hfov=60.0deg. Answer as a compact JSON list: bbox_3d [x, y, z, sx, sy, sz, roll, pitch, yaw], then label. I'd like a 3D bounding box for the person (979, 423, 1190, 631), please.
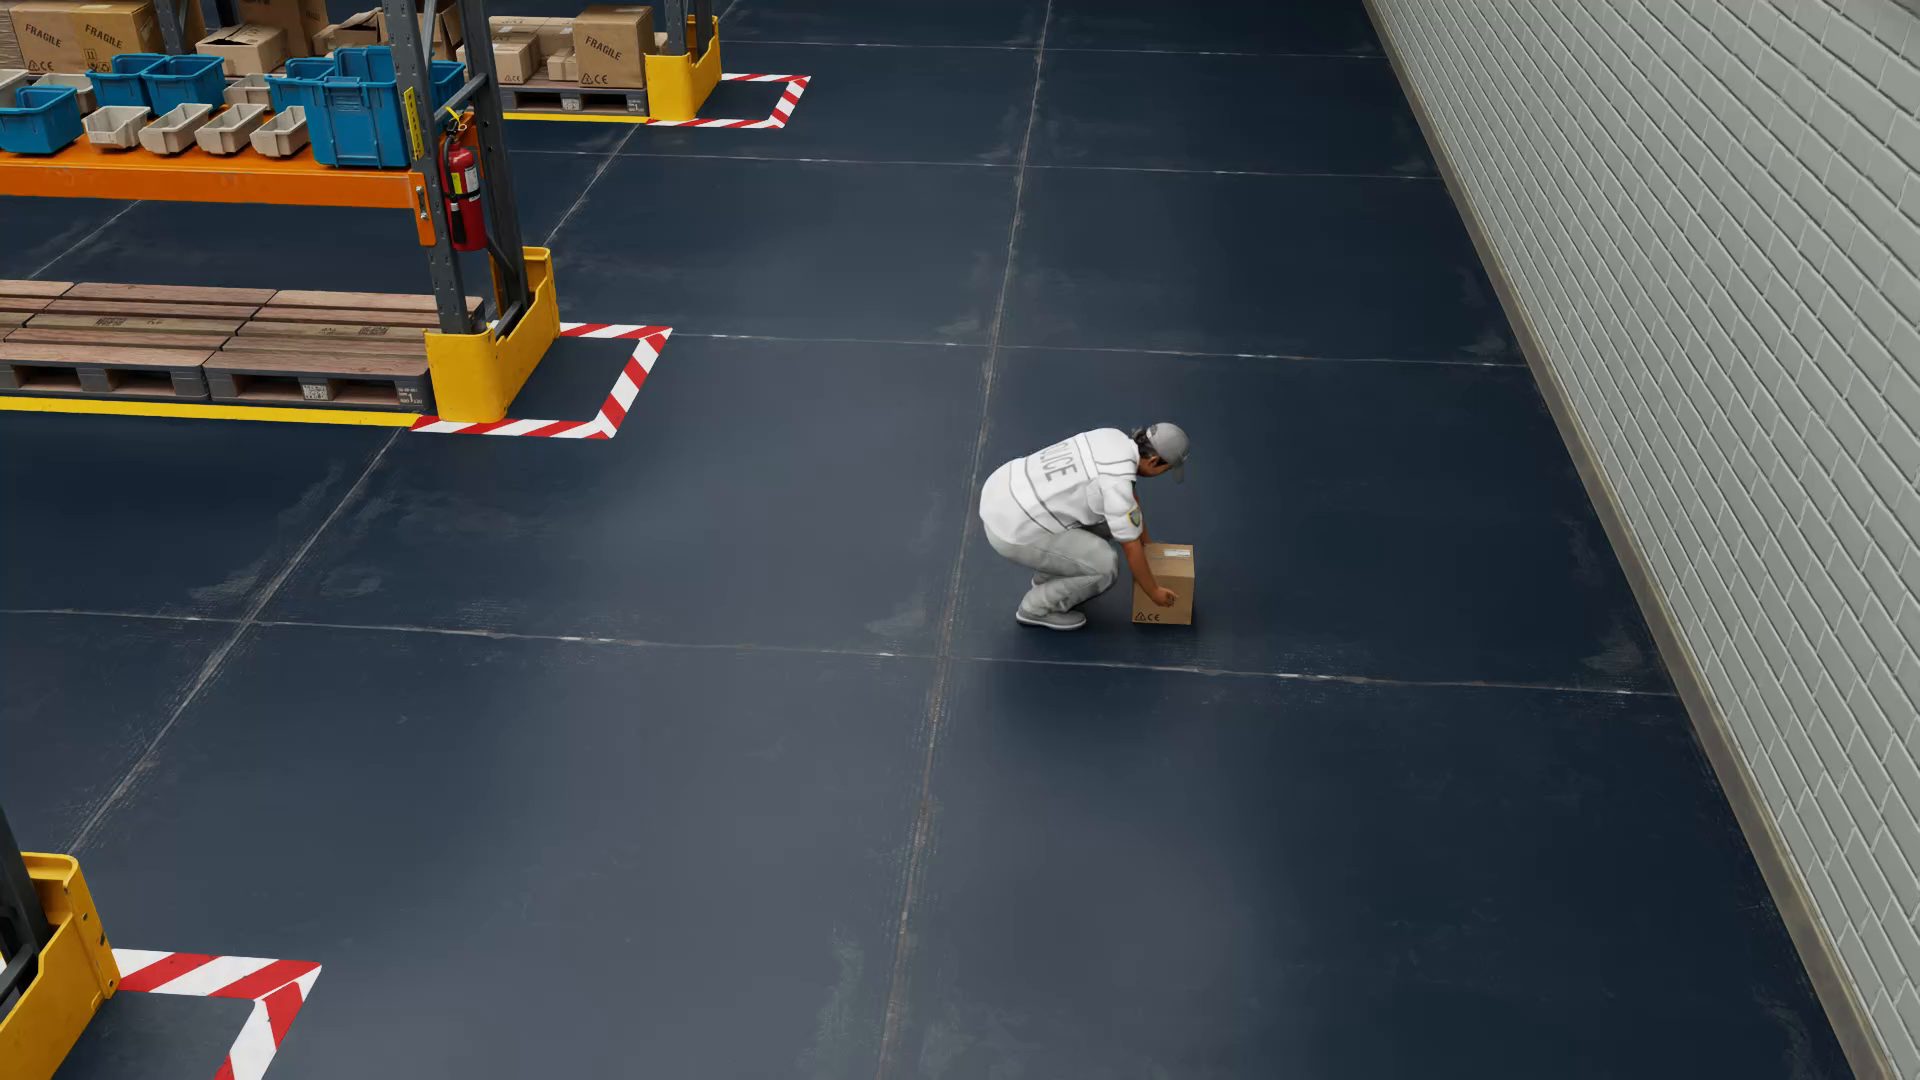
[{"bbox_3d":[0.517,-0.088,7.026,0.861,0.875,0.525,2,32,4],"label":"person"}]
